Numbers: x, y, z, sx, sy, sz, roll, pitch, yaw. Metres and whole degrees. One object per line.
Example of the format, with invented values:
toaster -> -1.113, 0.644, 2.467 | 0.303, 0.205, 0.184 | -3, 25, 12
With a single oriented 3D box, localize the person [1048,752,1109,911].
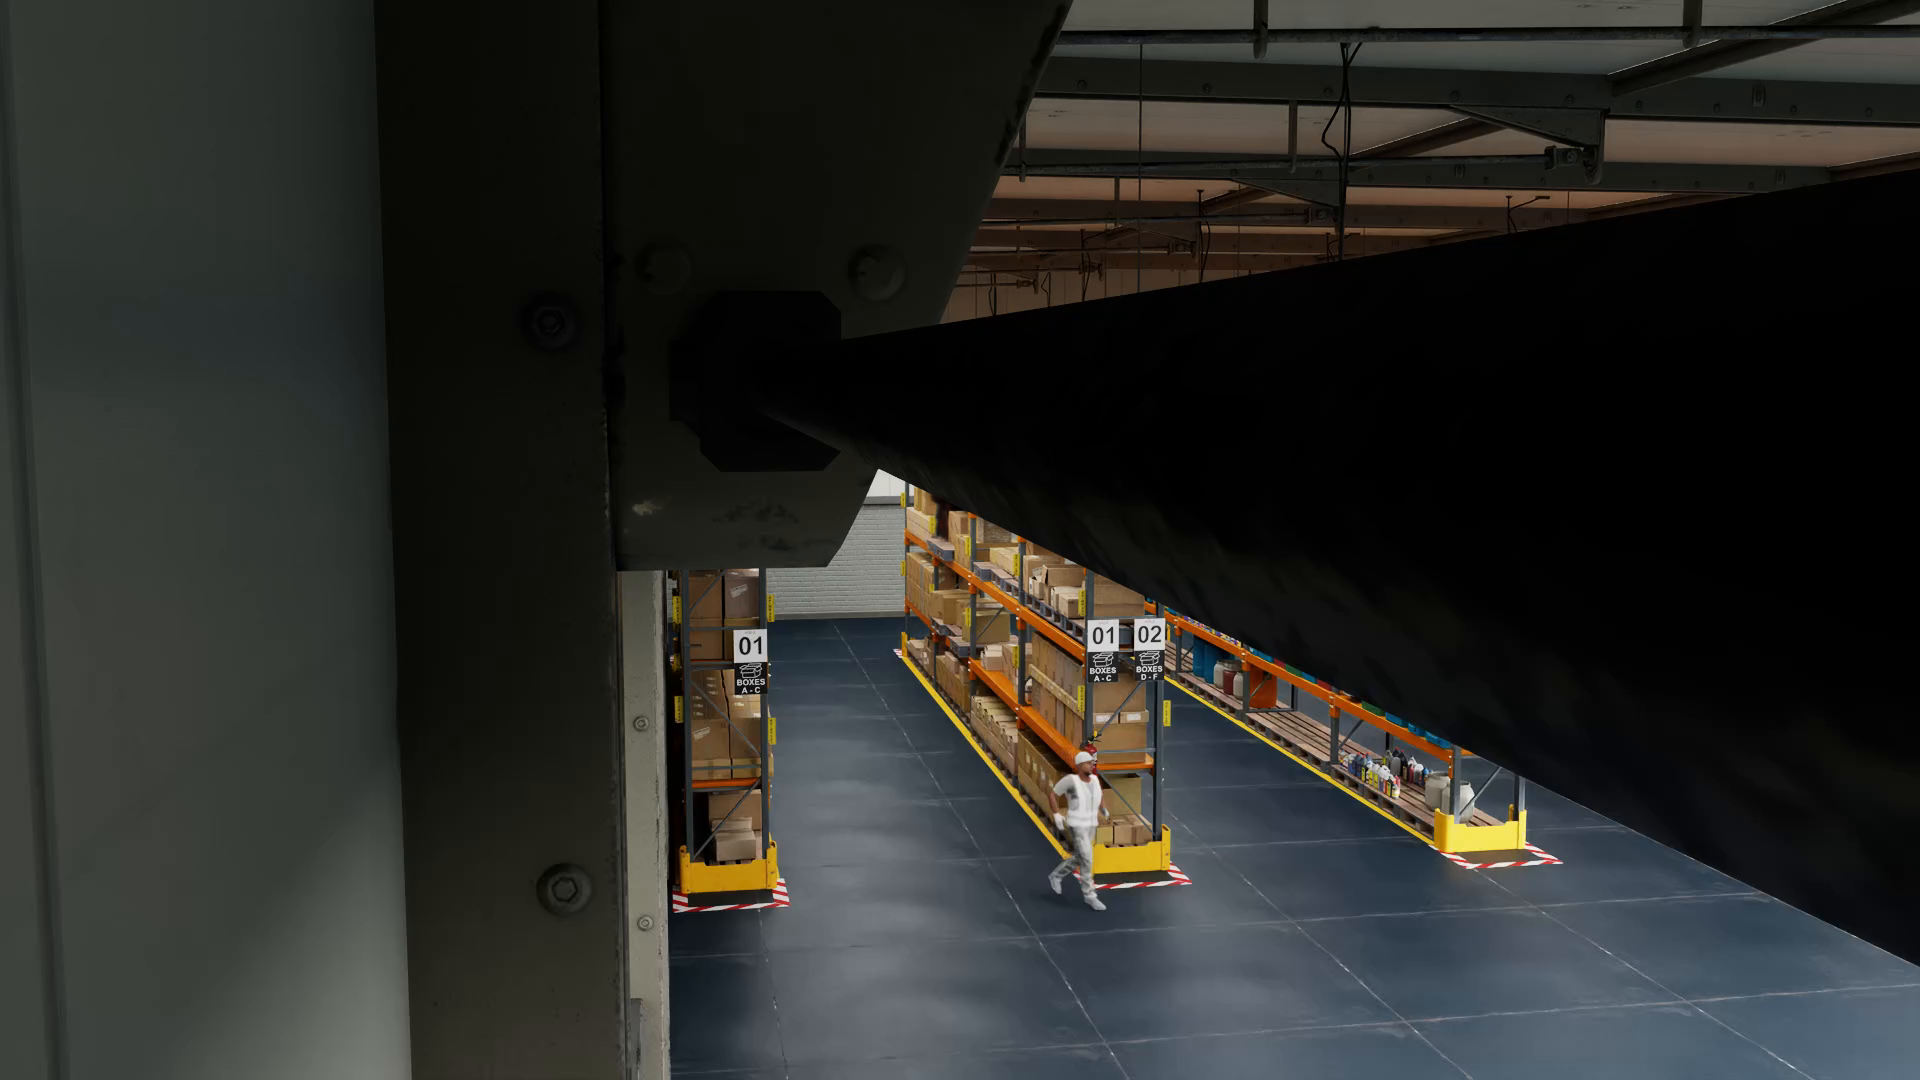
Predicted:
person -> 1.472, 3.400, 19.717 | 0.914, 1.765, 0.724 | 6, 8, 44
